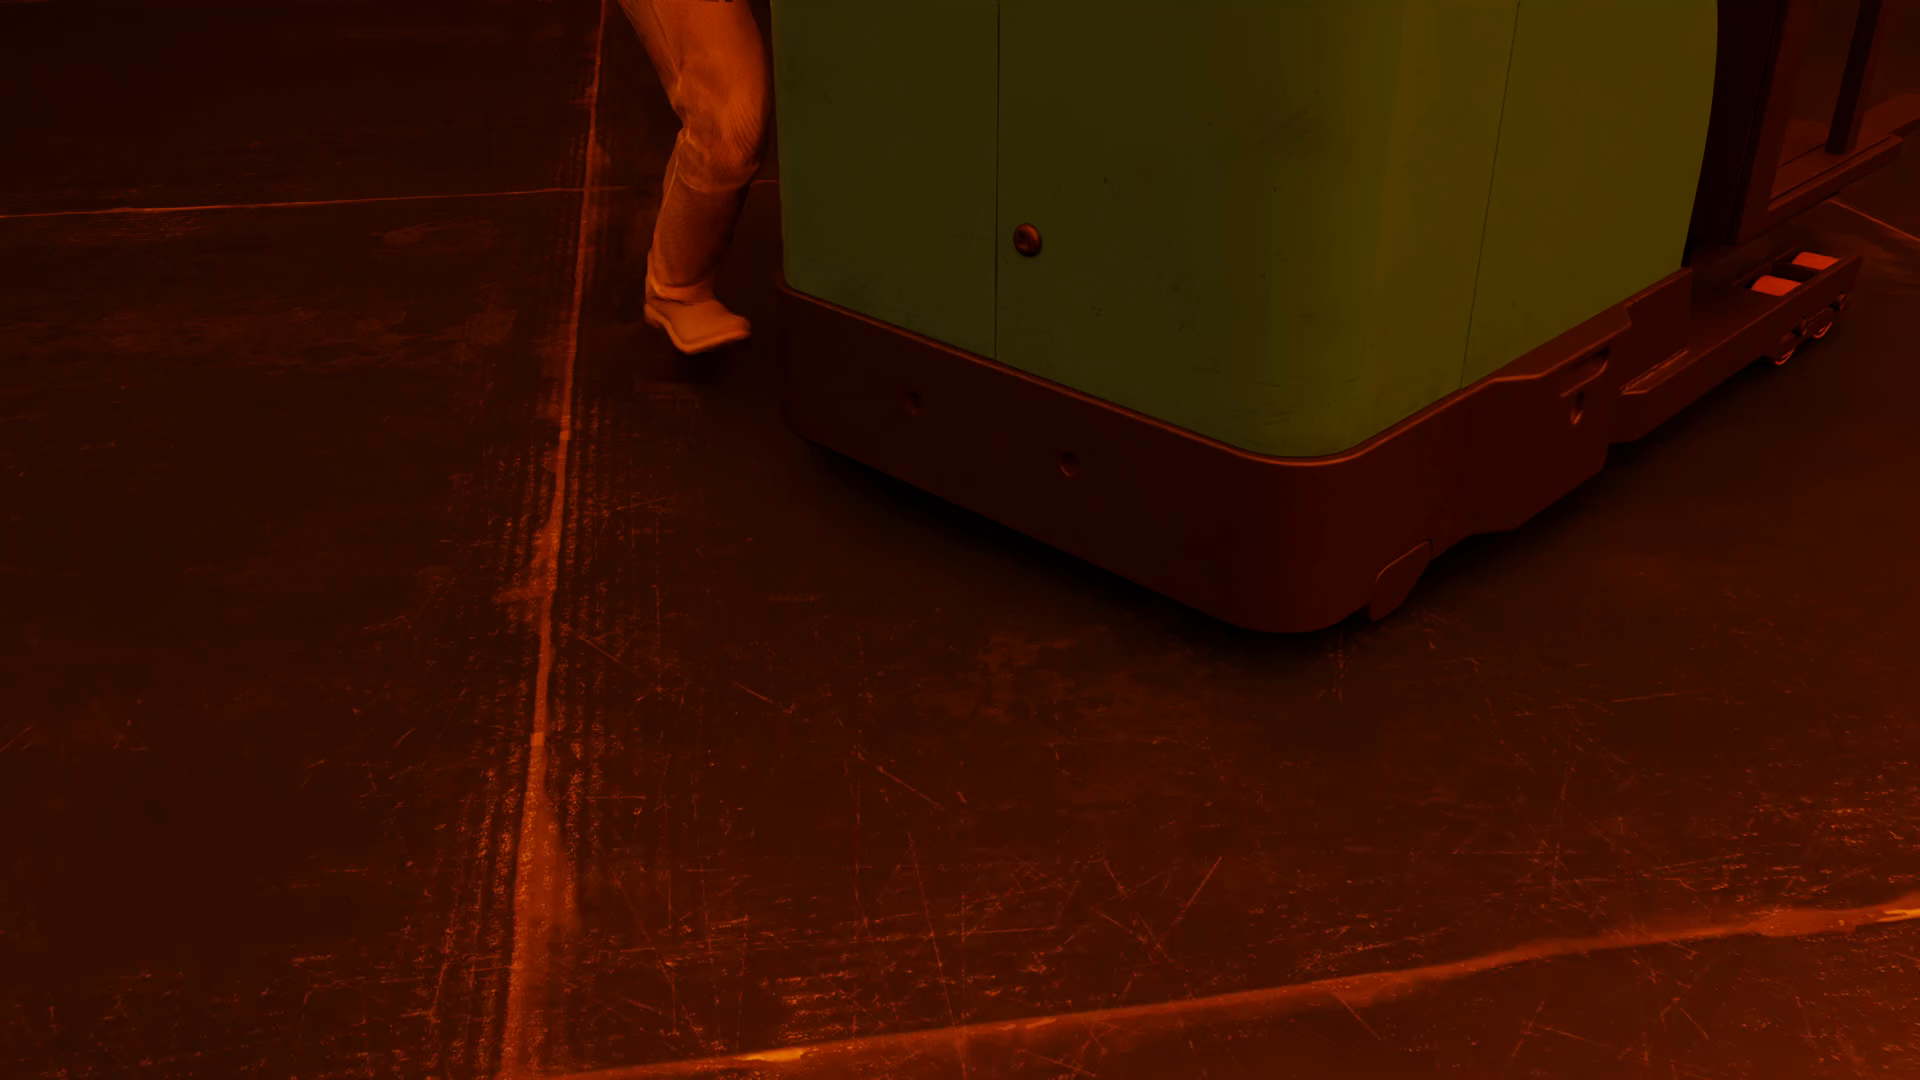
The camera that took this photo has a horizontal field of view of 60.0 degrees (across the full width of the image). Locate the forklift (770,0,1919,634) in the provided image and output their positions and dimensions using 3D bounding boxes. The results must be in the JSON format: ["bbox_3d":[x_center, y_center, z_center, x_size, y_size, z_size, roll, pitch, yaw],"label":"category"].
[{"bbox_3d":[1.097,-1.770,2.709,1.130,2.935,3.031,25,37,38],"label":"forklift"}]

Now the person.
[{"bbox_3d":[-0.360,-1.114,2.746,0.578,1.708,0.873,21,34,34],"label":"person"}]
